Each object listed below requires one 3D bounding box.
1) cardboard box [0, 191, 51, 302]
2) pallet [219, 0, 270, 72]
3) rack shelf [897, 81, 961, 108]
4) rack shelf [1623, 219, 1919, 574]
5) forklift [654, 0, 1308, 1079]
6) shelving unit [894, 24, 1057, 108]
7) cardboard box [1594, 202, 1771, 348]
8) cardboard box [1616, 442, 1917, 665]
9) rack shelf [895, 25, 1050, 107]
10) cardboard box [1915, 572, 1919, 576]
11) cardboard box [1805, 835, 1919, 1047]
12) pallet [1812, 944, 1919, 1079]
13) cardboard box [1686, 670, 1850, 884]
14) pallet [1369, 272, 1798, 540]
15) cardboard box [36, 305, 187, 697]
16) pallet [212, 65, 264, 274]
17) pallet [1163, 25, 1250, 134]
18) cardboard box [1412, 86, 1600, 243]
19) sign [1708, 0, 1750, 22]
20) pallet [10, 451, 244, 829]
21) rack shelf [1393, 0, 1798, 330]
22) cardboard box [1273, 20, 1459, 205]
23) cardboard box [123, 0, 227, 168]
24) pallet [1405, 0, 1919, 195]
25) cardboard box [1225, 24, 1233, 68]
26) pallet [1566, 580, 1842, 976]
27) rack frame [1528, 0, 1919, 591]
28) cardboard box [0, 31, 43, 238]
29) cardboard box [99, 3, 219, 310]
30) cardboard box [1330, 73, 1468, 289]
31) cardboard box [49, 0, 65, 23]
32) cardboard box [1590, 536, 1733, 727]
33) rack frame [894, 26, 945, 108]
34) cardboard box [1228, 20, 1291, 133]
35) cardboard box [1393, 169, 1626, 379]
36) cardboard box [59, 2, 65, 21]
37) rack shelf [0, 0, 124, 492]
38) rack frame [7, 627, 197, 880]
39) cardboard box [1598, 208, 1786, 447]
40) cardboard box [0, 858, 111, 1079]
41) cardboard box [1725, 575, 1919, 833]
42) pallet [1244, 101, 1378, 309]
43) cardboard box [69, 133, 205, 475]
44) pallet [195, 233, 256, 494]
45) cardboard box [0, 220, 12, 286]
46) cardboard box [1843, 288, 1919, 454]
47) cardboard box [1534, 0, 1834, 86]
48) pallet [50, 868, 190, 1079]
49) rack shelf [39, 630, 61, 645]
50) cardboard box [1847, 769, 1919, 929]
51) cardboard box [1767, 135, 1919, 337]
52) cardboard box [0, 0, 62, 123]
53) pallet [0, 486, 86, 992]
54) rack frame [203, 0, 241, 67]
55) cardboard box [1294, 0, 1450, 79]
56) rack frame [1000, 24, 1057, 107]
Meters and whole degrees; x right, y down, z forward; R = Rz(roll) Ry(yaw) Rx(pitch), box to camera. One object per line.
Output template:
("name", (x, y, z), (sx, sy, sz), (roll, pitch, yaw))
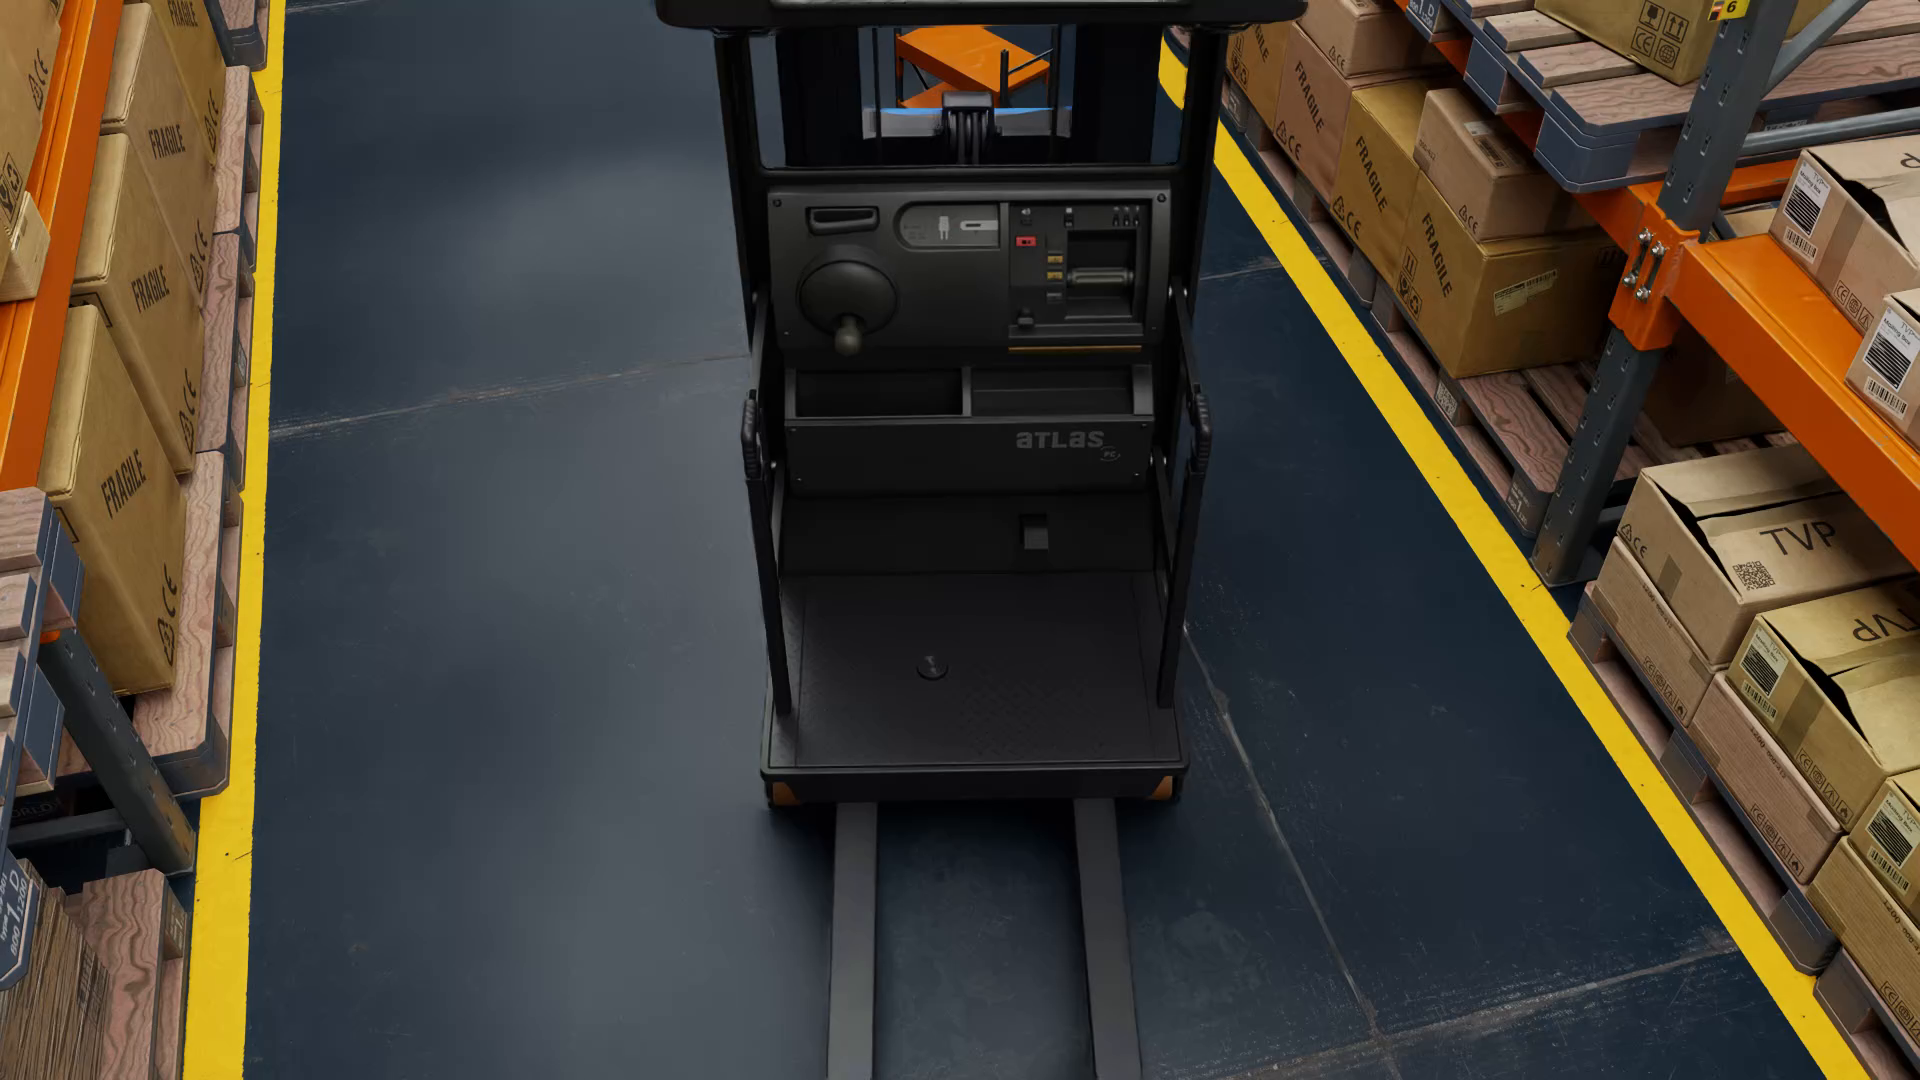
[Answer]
("cardboard box", (-2.421, -0.684, 3.982), (0.380, 0.149, 0.250), (-9, 46, -9))
("pallet", (-3.662, -2.446, 7.499), (1.003, 0.211, 1.213), (-11, 47, -10))
("rack shelf", (0.046, -1.350, 5.514), (0.258, 0.148, 0.480), (-34, 55, -29))
("rack shelf", (2.781, 0.603, 3.062), (1.077, 0.370, 4.000), (-11, 47, -10))
("forklift", (0.029, -0.536, 3.723), (1.130, 2.935, 3.031), (-1, 46, -1))
("shelving unit", (0.046, -1.240, 5.626), (0.258, 1.200, 0.503), (-34, 55, -29))
("cardboard box", (2.289, -1.036, 5.607), (0.500, 0.500, 0.500), (-12, 47, -12))
("cardboard box", (2.119, 0.005, 4.384), (0.500, 0.311, 0.500), (-9, 46, -9))
("rack shelf", (0.046, -1.515, 5.345), (0.258, 0.148, 0.480), (-34, 55, -29))
("cardboard box", (2.641, -0.094, 4.480), (0.500, 0.311, 0.500), (-10, 46, -9))
("cardboard box", (2.388, 0.906, 3.893), (0.500, 0.250, 0.500), (-12, 47, -11))
("pallet", (2.751, 1.363, 3.767), (1.003, 0.211, 1.213), (-11, 47, -10))
("cardboard box", (2.249, 0.548, 4.244), (0.500, 0.250, 0.500), (-12, 47, -11))
("pallet", (2.114, -0.576, 5.667), (1.003, 0.211, 1.213), (-11, 47, -10))
("cardboard box", (-2.580, -0.047, 4.407), (0.750, 0.750, 0.750), (-11, 47, -11))
("pallet", (-3.272, -1.388, 6.462), (1.003, 0.211, 1.213), (-11, 47, -10))
("pallet", (1.490, -2.260, 7.318), (1.003, 0.211, 1.213), (-11, 47, -10))
("cardboard box", (1.784, -1.212, 5.255), (0.500, 0.250, 0.500), (-9, 46, -9))
("sign", (1.747, -1.301, 3.670), (0.100, 0.325, 0.005), (-11, 47, -10))
("pallet", (-2.648, 0.297, 4.811), (1.003, 0.211, 1.213), (-11, 47, -10))
("rack shelf", (1.757, -2.159, 5.769), (1.077, 0.370, 4.000), (-11, 47, -10))
("cardboard box", (1.530, -1.630, 6.189), (0.500, 0.500, 0.500), (-12, 47, -12))
("cardboard box", (-3.251, -1.852, 6.176), (0.750, 0.750, 0.750), (-10, 46, -10))
("pallet", (2.028, -1.418, 4.673), (1.213, 0.211, 1.003), (-11, 47, -10))
("cardboard box", (1.281, -2.325, 6.871), (0.500, 0.500, 0.500), (-10, 46, -10))
("pallet", (2.442, 0.522, 4.591), (1.003, 0.211, 1.213), (-11, 47, -10))
("rack frame", (2.269, -1.030, 4.159), (1.000, 3.000, 0.127), (-11, 47, -10))
("cardboard box", (-2.521, -1.013, 3.850), (0.500, 0.500, 0.500), (-9, 46, -9))
("cardboard box", (-3.020, -1.239, 5.575), (0.750, 0.750, 0.750), (-9, 46, -9))
("cardboard box", (1.670, -1.269, 5.835), (0.500, 0.500, 0.500), (-12, 47, -12))
("cardboard box", (-2.788, -1.714, 4.537), (0.500, 0.500, 0.500), (-10, 46, -9))
("cardboard box", (2.119, 0.201, 4.584), (0.500, 0.250, 0.500), (-11, 47, -10))
("rack frame", (-0.122, -1.367, 5.749), (0.240, 1.200, 0.015), (-34, 55, -29))
("cardboard box", (1.401, -1.979, 6.531), (0.500, 0.500, 0.500), (-10, 46, -10))
("cardboard box", (1.803, -0.911, 5.485), (0.500, 0.500, 0.500), (-9, 46, -9))
("cardboard box", (-2.843, -1.550, 4.830), (0.380, 0.149, 0.250), (-9, 46, -9))
("rack shelf", (-3.031, -1.250, 4.879), (1.077, 0.370, 4.000), (-11, 47, -10))
("rack frame", (-2.519, -0.121, 3.269), (1.000, 3.000, 0.127), (-11, 47, -10))
("cardboard box", (2.429, -0.675, 5.254), (0.500, 0.500, 0.500), (-9, 46, -9))
("cardboard box", (-2.284, 1.087, 3.526), (0.700, 0.500, 0.500), (-10, 46, -10))
("cardboard box", (2.262, 0.366, 4.030), (0.500, 0.311, 0.500), (-12, 47, -11))
("pallet", (1.806, -1.417, 6.491), (1.003, 0.211, 1.213), (-11, 47, -10))
("cardboard box", (-2.798, -0.653, 5.001), (0.750, 0.750, 0.750), (-11, 47, -11))
("pallet", (-2.956, -0.544, 5.635), (1.003, 0.211, 1.213), (-11, 47, -10))
("cardboard box", (-2.396, -0.649, 3.494), (0.500, 0.500, 0.500), (-9, 46, -9))
("cardboard box", (2.311, -0.345, 3.551), (0.500, 0.311, 0.500), (-11, 47, -11))
("cardboard box", (1.999, -1.626, 4.379), (0.700, 0.500, 0.500), (-26, 51, -23))
("pallet", (-2.320, 1.395, 3.735), (1.003, 0.211, 1.213), (-11, 47, -10))
("rack shelf", (-2.007, 1.511, 2.172), (1.077, 0.370, 4.000), (-11, 47, -10))
("cardboard box", (2.390, 0.719, 3.684), (0.500, 0.311, 0.500), (-12, 47, -11))
("cardboard box", (2.320, -0.739, 3.937), (0.500, 0.311, 0.500), (-8, 46, -8))
("cardboard box", (-2.647, -1.356, 4.186), (0.500, 0.500, 0.500), (-11, 47, -10))
("pallet", (-2.233, 0.418, 2.874), (1.213, 0.211, 1.003), (-11, 47, -10))
("rack frame", (-3.543, -2.883, 5.975), (1.000, 3.000, 0.127), (-11, 47, -10))
("cardboard box", (1.518, -1.918, 5.946), (0.500, 0.250, 0.500), (-12, 47, -11))
("rack frame", (0.214, -1.114, 5.502), (0.240, 1.200, 0.015), (-34, 55, -29))
